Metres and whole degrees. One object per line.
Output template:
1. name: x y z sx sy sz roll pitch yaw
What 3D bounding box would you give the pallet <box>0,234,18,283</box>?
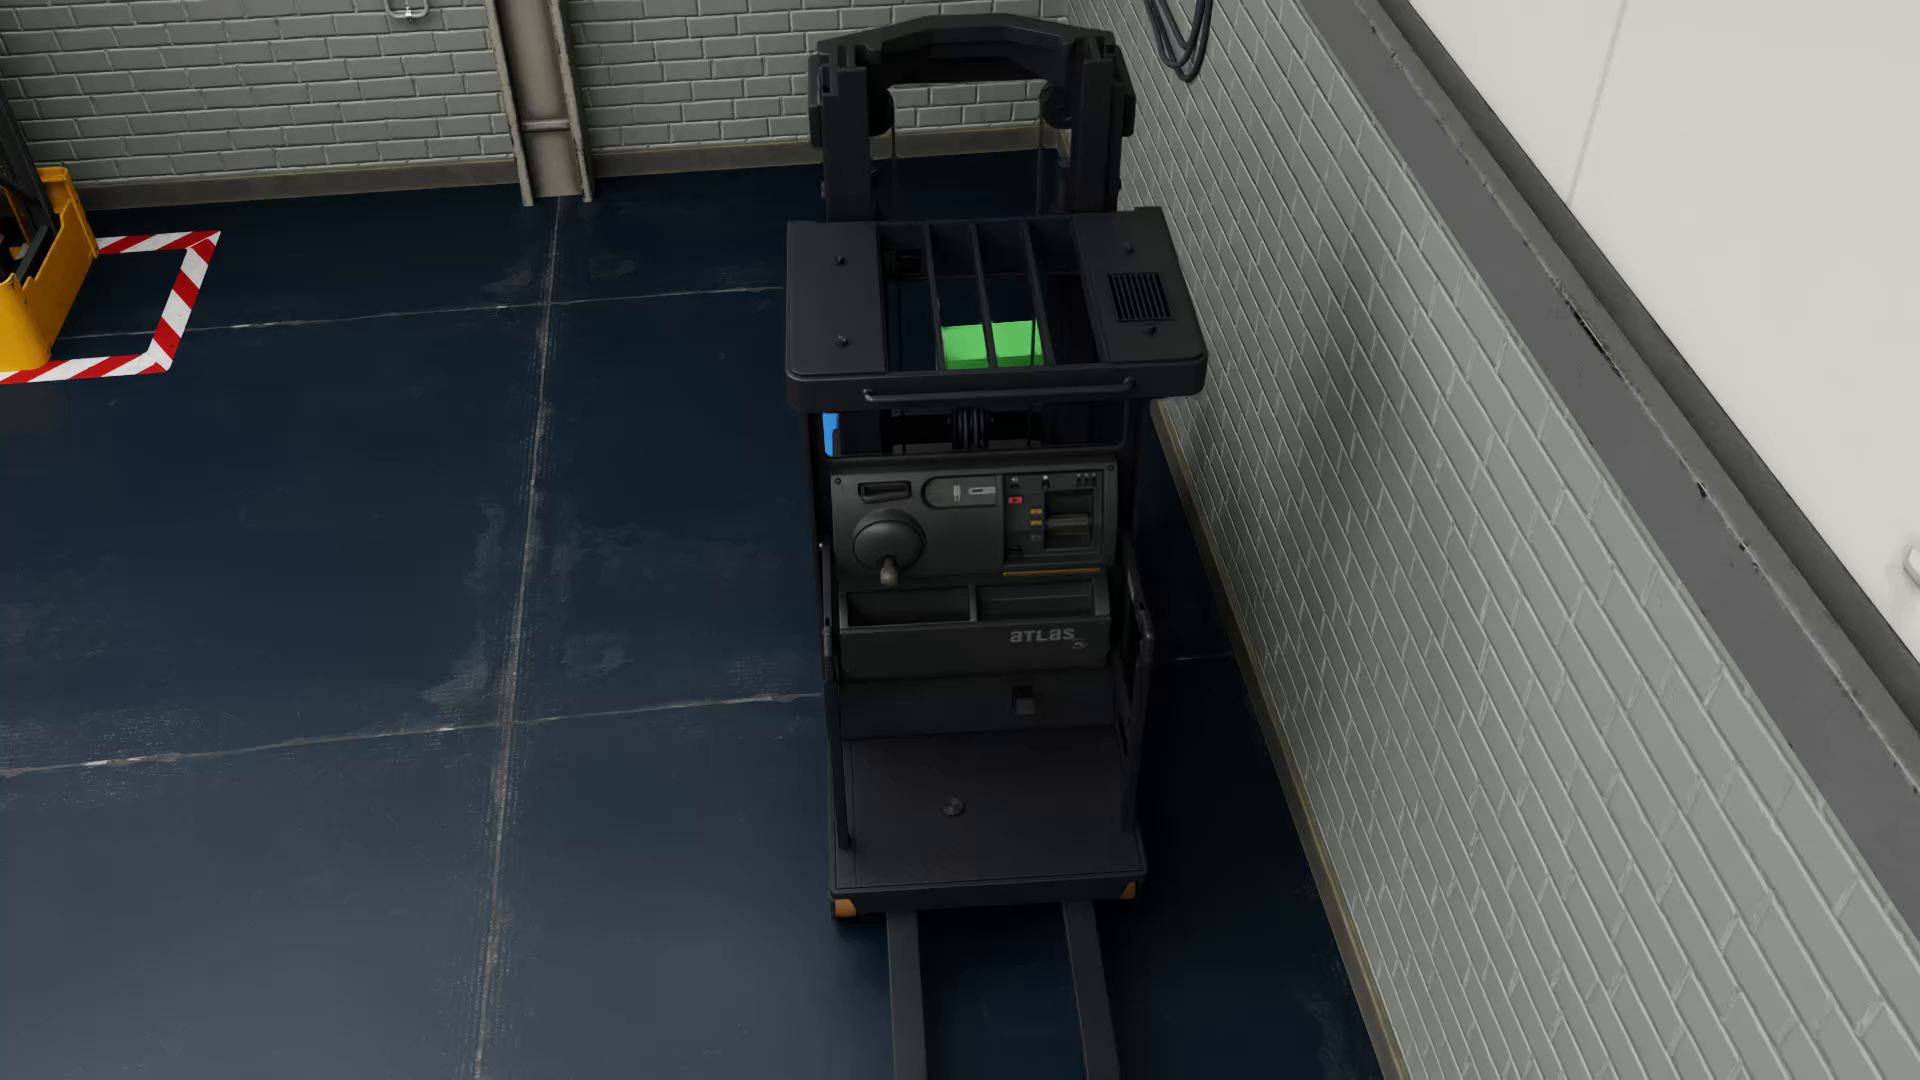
1. pallet: -5.690 -1.195 8.632 1.213 0.211 1.003 -5 42 -6

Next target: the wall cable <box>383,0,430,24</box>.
1. wall cable: -3.760 -3.468 8.312 1.851 1.984 0.084 -5 42 -6

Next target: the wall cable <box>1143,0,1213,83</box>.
1. wall cable: 0.747 -3.680 7.145 0.112 2.526 3.097 -5 42 -6

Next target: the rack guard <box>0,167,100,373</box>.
1. rack guard: -4.884 -1.426 8.672 0.348 0.500 1.175 -5 42 -6

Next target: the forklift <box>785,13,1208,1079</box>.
1. forklift: 0.068 0.025 5.249 1.130 2.935 3.031 -3 42 -3

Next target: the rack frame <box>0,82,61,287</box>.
1. rack frame: -4.907 -2.352 7.833 0.127 3.000 1.000 -5 42 -6

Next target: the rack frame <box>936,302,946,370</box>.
1. rack frame: -0.078 -0.441 7.059 0.015 1.200 0.240 -5 42 -5

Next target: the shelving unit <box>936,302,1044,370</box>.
1. shelving unit: 0.164 -0.461 7.080 0.503 1.200 0.258 -5 42 -5

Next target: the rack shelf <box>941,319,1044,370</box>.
1. rack shelf: 0.164 -0.770 6.802 0.480 0.148 0.258 -5 42 -5

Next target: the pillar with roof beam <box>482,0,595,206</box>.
1. pillar with roof beam: -1.784 -2.529 3.551 0.400 9.000 9.100 -5 42 -6
